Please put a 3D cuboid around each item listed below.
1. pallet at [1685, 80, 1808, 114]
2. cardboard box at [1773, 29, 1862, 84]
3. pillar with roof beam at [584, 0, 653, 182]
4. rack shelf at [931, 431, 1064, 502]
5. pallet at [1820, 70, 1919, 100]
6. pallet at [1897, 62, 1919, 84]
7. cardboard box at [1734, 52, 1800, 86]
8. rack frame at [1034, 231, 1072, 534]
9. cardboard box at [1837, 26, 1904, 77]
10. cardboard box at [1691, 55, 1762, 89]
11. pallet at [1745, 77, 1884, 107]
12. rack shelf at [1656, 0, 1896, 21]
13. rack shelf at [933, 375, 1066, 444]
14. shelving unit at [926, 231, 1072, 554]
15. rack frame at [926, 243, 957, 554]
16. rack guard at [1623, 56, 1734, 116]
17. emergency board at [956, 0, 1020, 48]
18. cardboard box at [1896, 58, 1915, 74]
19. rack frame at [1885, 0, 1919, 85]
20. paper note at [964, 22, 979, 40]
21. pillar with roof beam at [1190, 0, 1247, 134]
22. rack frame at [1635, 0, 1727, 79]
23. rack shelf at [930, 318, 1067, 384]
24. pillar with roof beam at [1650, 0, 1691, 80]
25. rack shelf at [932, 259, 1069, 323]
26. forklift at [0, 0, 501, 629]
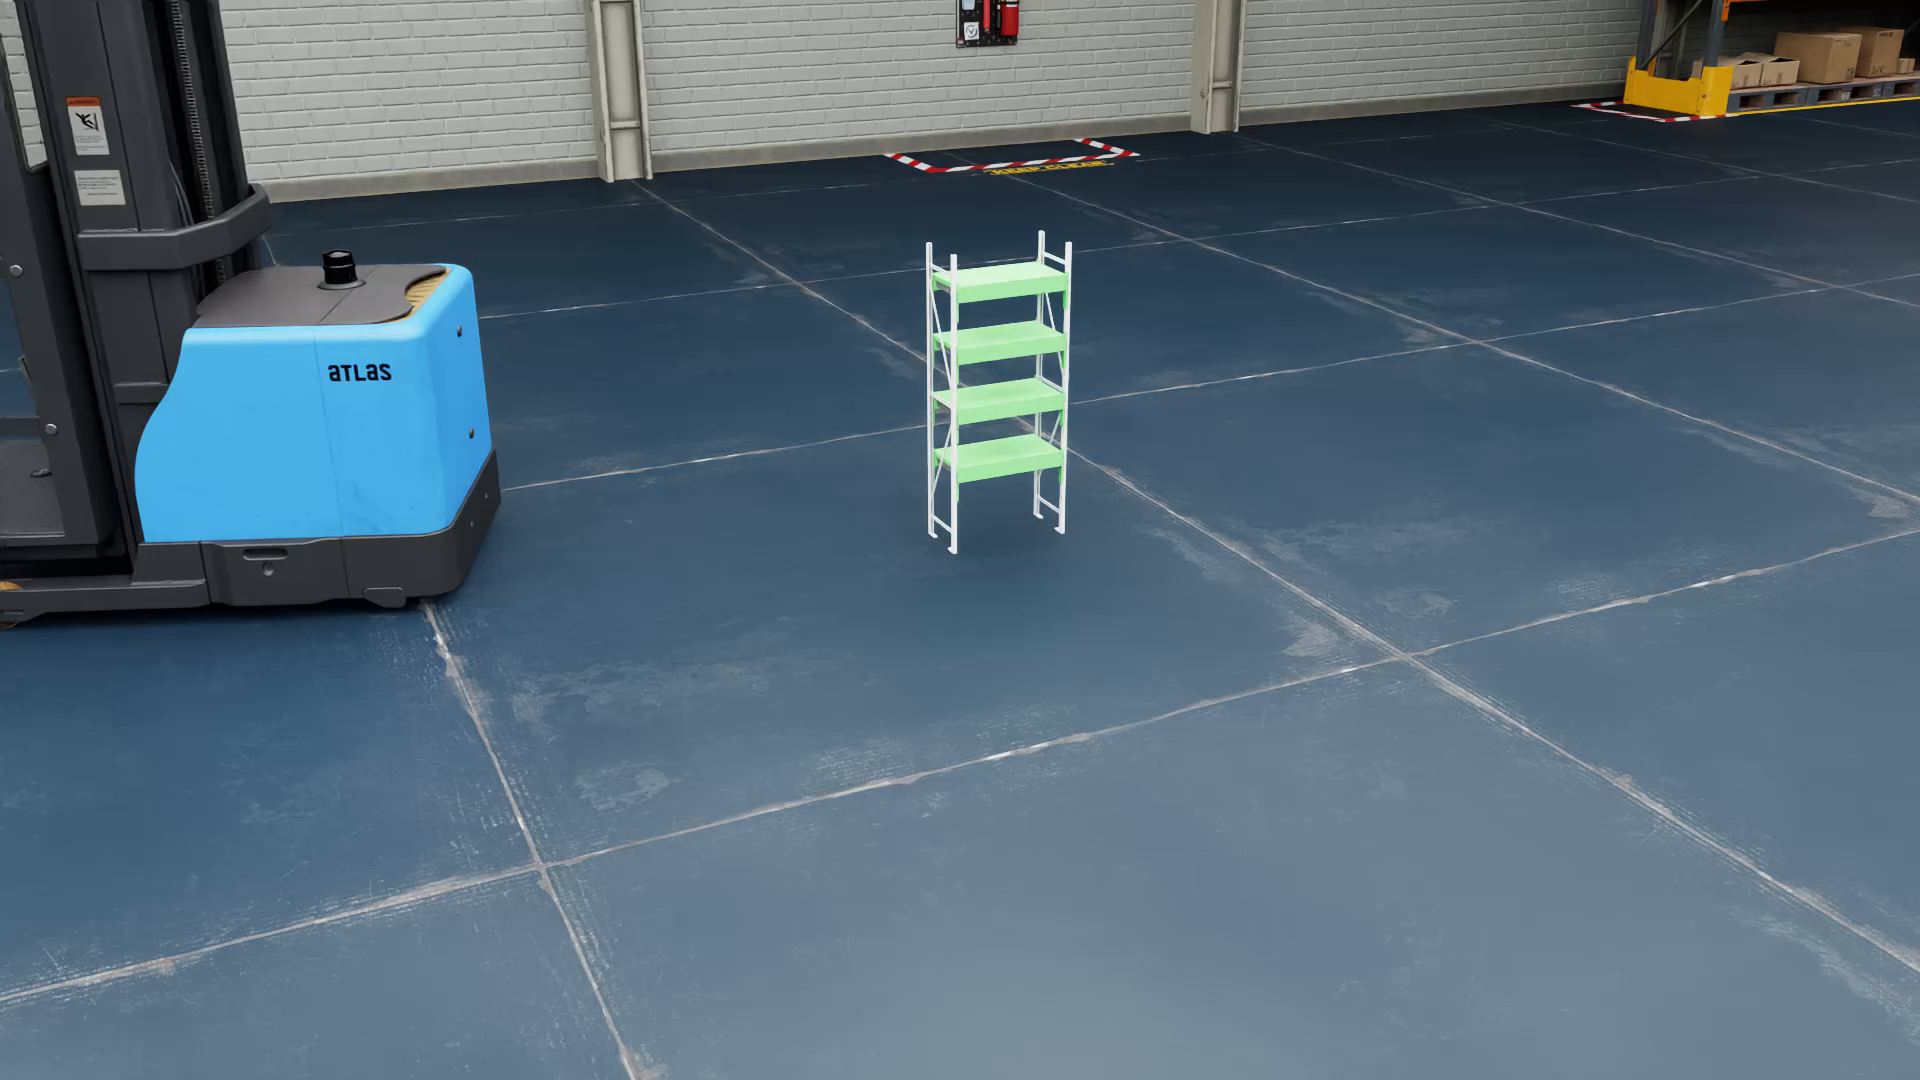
[{"bbox_3d":[8.507,-4.916,18.351,1.213,0.211,1.003,-10,25,-24],"label":"pallet"},{"bbox_3d":[9.550,-5.401,18.568,0.500,0.500,0.700,-12,25,-27],"label":"cardboard box"},{"bbox_3d":[-0.999,-5.782,8.952,0.400,9.000,9.100,-10,25,-24],"label":"pillar with roof beam"},{"bbox_3d":[0.149,-0.301,6.703,0.480,0.148,0.258,-10,25,-24],"label":"rack shelf"},{"bbox_3d":[10.705,-5.321,19.329,1.213,0.211,1.003,-10,25,-24],"label":"pallet"},{"bbox_3d":[11.996,-5.574,19.941,1.213,0.211,1.003,-10,25,-24],"label":"pallet"},{"bbox_3d":[8.867,-5.209,18.352,0.500,0.311,0.500,-8,24,-19],"label":"cardboard box"},{"bbox_3d":[0.369,-0.622,6.685,0.015,1.200,0.240,-10,25,-24],"label":"rack frame"},{"bbox_3d":[10.377,-5.595,19.039,0.500,0.500,0.500,-12,26,-28],"label":"cardboard box"},{"bbox_3d":[8.354,-5.114,18.124,0.500,0.311,0.500,-14,26,-30],"label":"cardboard box"},{"bbox_3d":[9.605,-5.117,18.836,1.213,0.211,1.003,-10,25,-24],"label":"pallet"},{"bbox_3d":[9.493,-6.069,18.430,4.000,0.370,1.077,-10,25,-24],"label":"rack shelf"},{"bbox_3d":[0.149,-0.523,6.611,0.480,0.148,0.258,-10,25,-24],"label":"rack shelf"},{"bbox_3d":[0.149,-0.582,6.587,0.503,1.200,0.258,-10,25,-24],"label":"shelving unit"},{"bbox_3d":[-0.071,-0.541,6.489,0.015,1.200,0.240,-10,25,-24],"label":"rack frame"},{"bbox_3d":[7.760,-4.927,18.000,0.348,0.500,1.175,-10,25,-24],"label":"rack guard"},{"bbox_3d":[0.297,-5.092,15.129,0.643,1.169,0.194,-10,25,-24],"label":"emergency board"},{"bbox_3d":[10.826,-5.528,19.312,0.250,0.166,0.380,-14,26,-30],"label":"cardboard box"},{"bbox_3d":[11.295,-6.733,19.094,0.127,3.000,1.000,-10,25,-24],"label":"rack frame"},{"bbox_3d":[0.108,-4.679,15.284,0.142,0.148,0.016,-10,25,-24],"label":"paper note"},{"bbox_3d":[4.407,-6.777,11.356,0.400,9.000,9.100,-10,25,-24],"label":"pillar with roof beam"},{"bbox_3d":[7.691,-6.070,17.491,0.127,3.000,1.000,-10,25,-24],"label":"rack frame"},{"bbox_3d":[0.149,-0.745,6.519,0.480,0.148,0.258,-10,25,-24],"label":"rack shelf"},{"bbox_3d":[9.814,-7.772,13.760,0.400,9.000,9.100,-10,25,-24],"label":"pillar with roof beam"},{"bbox_3d":[0.149,-0.966,6.428,0.480,0.148,0.258,-10,25,-24],"label":"rack shelf"},{"bbox_3d":[-3.392,-1.239,5.911,3.031,2.935,1.130,-2,23,-4],"label":"forklift"}]
